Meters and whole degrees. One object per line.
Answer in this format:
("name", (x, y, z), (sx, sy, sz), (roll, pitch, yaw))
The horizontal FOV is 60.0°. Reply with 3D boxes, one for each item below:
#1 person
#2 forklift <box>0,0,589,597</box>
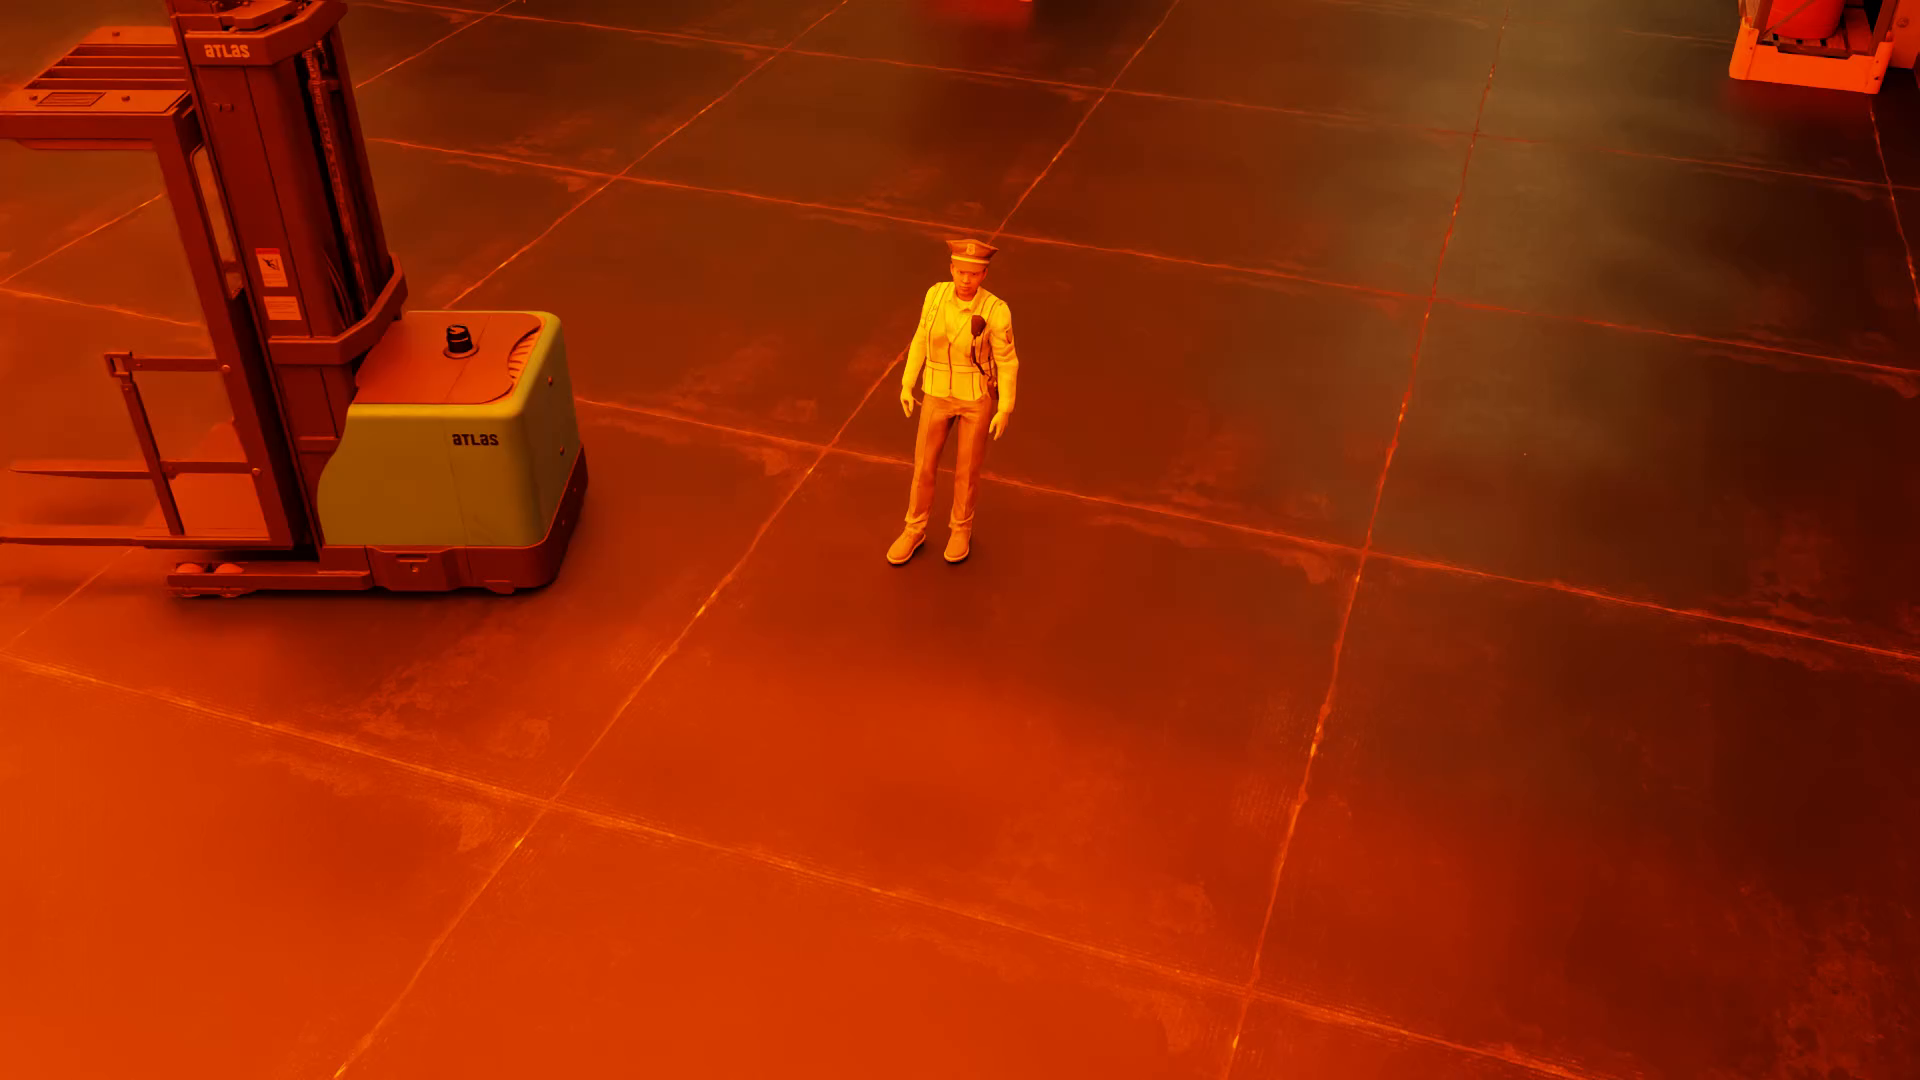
("person", (-0.030, -0.661, 8.100), (0.587, 1.694, 0.530), (12, 37, 16))
("forklift", (-3.522, -1.217, 7.828), (3.031, 2.935, 1.130), (0, 35, 1))
